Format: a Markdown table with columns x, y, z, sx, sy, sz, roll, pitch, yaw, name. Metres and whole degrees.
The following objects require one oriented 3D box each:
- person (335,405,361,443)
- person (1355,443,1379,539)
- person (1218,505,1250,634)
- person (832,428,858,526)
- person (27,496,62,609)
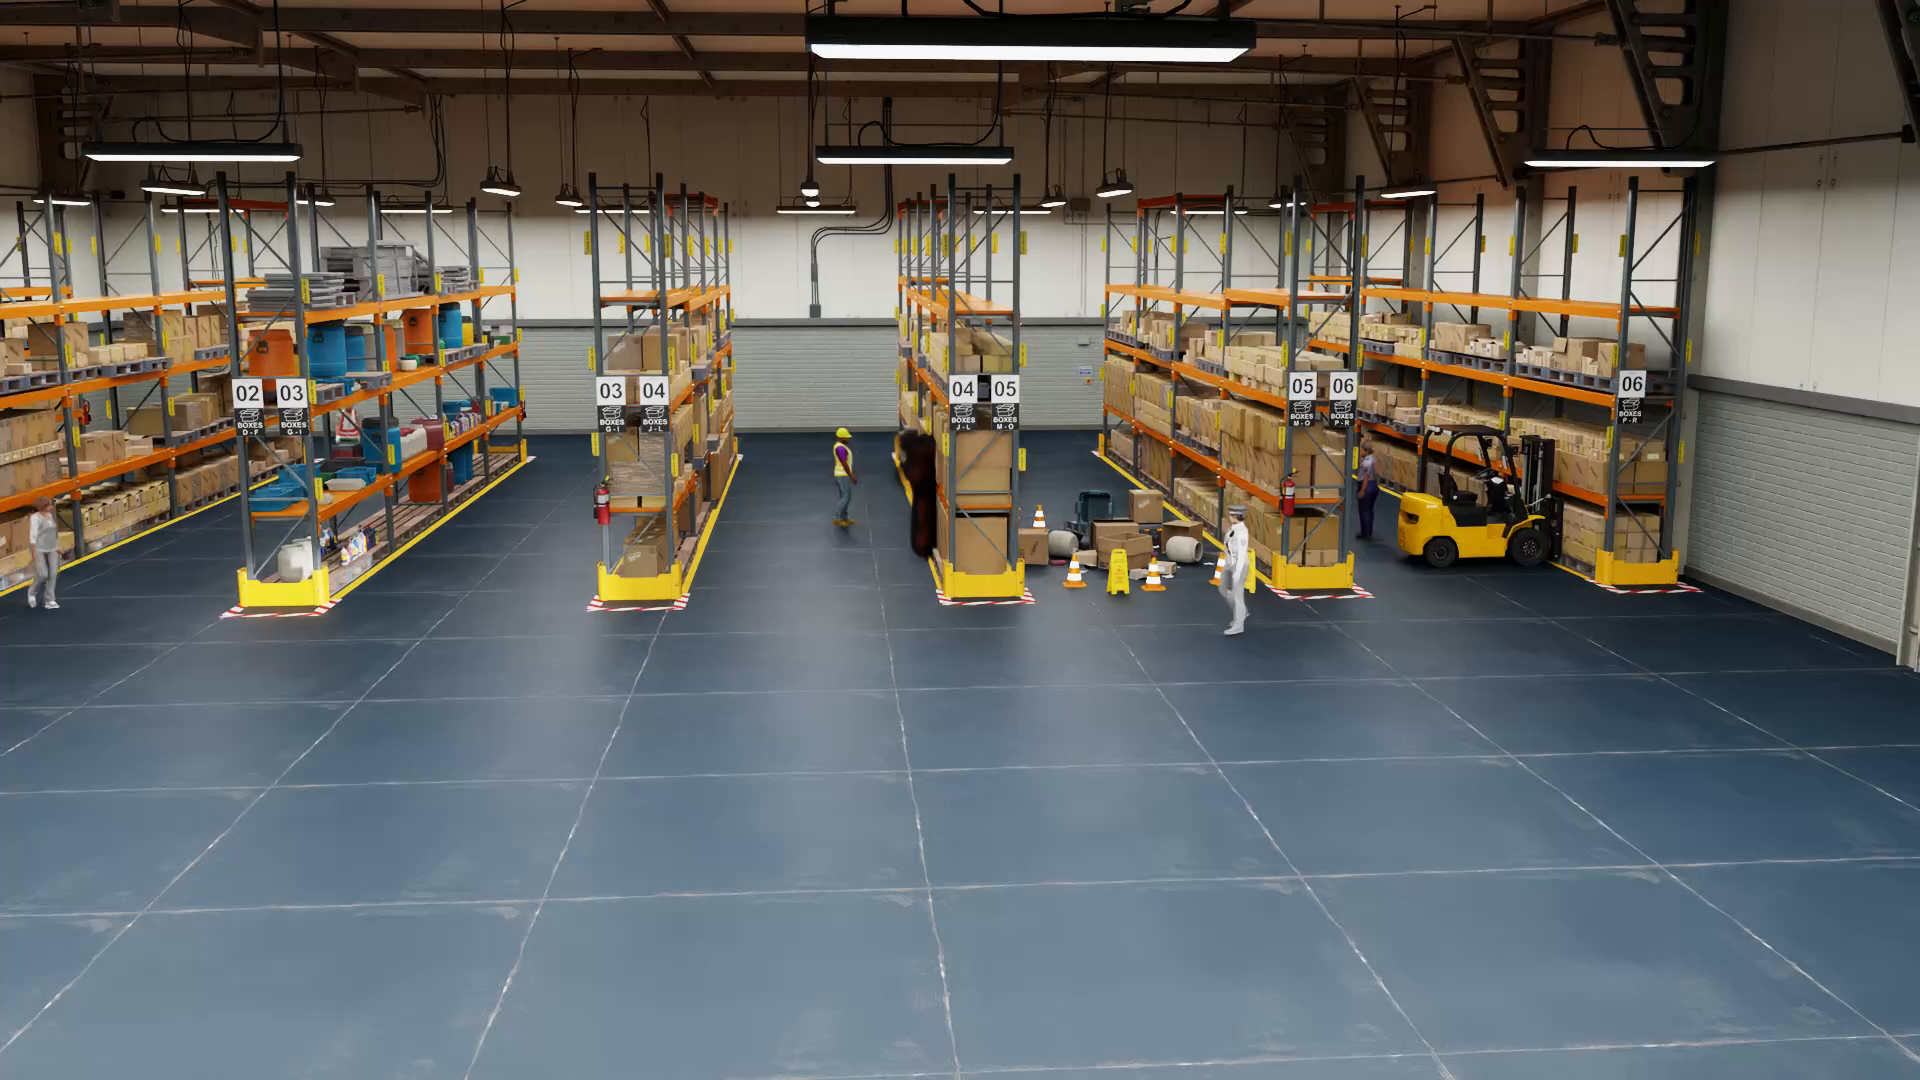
| x | y | z | sx | sy | sz | roll | pitch | yaw | name |
| --- | --- | --- | --- | --- | --- | --- | --- | --- | --- |
| -13.284 | -2.209 | 36.084 | 0.499 | 1.741 | 0.975 | -1 | 10 | -7 | person |
| 7.022 | -0.852 | 28.824 | 0.440 | 1.660 | 0.527 | 8 | 13 | 39 | person |
| 3.617 | 0.368 | 21.779 | 0.447 | 1.677 | 0.549 | -3 | 10 | -15 | person |
| -2.094 | -1.141 | 30.007 | 0.472 | 1.775 | 0.588 | -1 | 10 | -7 | person |
| -12.815 | 0.164 | 23.253 | 0.494 | 1.582 | 0.497 | 4 | 11 | 23 | person |
